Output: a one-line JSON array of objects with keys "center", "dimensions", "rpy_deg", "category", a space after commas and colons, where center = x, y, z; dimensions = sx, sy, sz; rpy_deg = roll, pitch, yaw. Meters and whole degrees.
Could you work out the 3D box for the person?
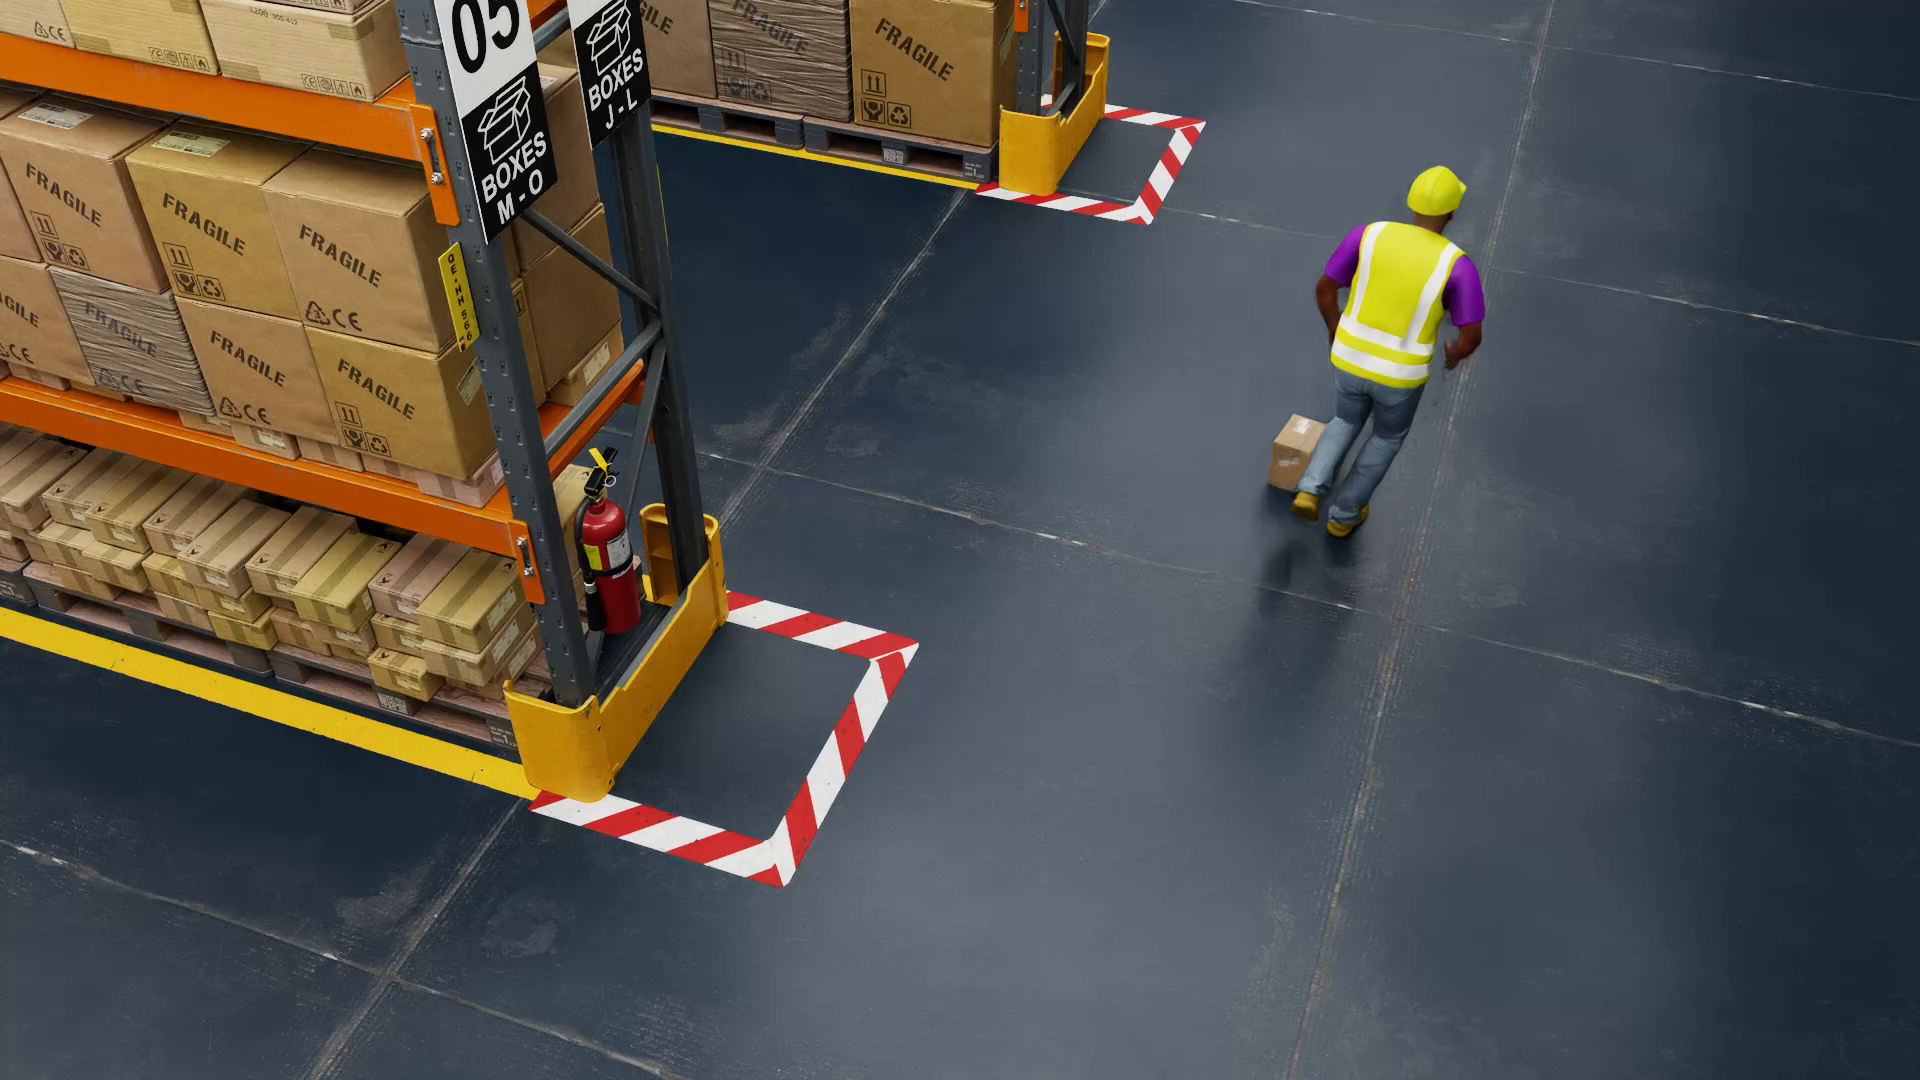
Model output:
[{"center": [1.798, -0.726, 7.050], "dimensions": [0.725, 1.664, 0.785], "rpy_deg": [24, 47, 25], "category": "person"}]
